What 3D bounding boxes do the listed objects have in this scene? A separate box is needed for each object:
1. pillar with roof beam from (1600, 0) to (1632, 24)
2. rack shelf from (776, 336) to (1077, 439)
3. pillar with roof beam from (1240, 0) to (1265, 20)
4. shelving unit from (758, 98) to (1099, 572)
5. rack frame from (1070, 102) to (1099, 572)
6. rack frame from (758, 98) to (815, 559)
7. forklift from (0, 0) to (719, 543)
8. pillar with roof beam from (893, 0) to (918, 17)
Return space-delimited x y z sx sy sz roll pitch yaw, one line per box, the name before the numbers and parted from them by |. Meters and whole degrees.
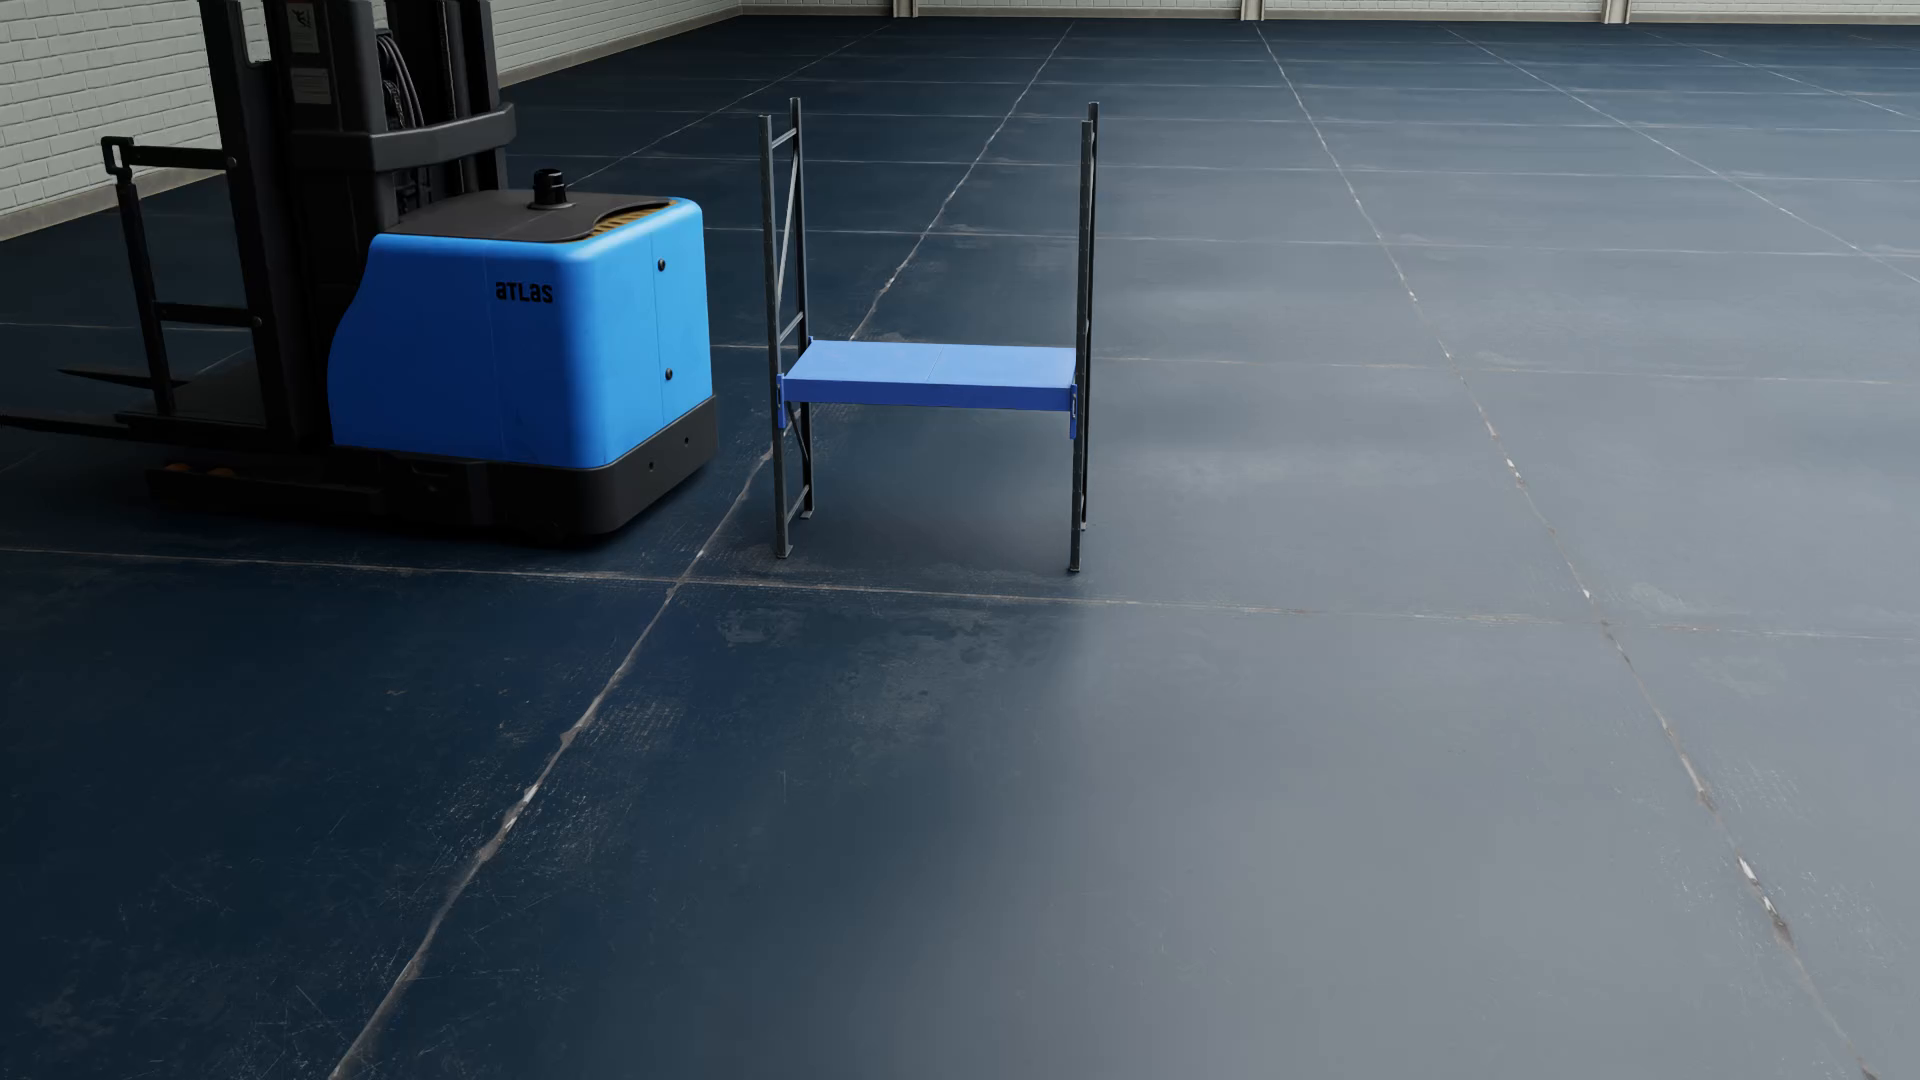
pillar with roof beam | 10.457 -11.280 22.232 0.400 9.000 9.100 2 22 6
rack shelf | -0.085 -0.534 5.740 1.000 0.185 0.538 2 22 6
pillar with roof beam | 4.499 -11.539 22.888 0.400 9.000 9.100 2 22 6
shelving unit | -0.085 -0.701 5.673 1.048 1.500 0.538 2 22 6
rack frame | 0.420 -0.679 5.618 0.032 1.500 0.500 2 22 6
rack frame | -0.590 -0.723 5.729 0.032 1.500 0.500 2 22 6
forklift | -2.535 -1.643 6.109 3.031 2.935 1.130 6 22 15
pillar with roof beam | -1.459 -11.799 23.545 0.400 9.000 9.100 2 22 6
